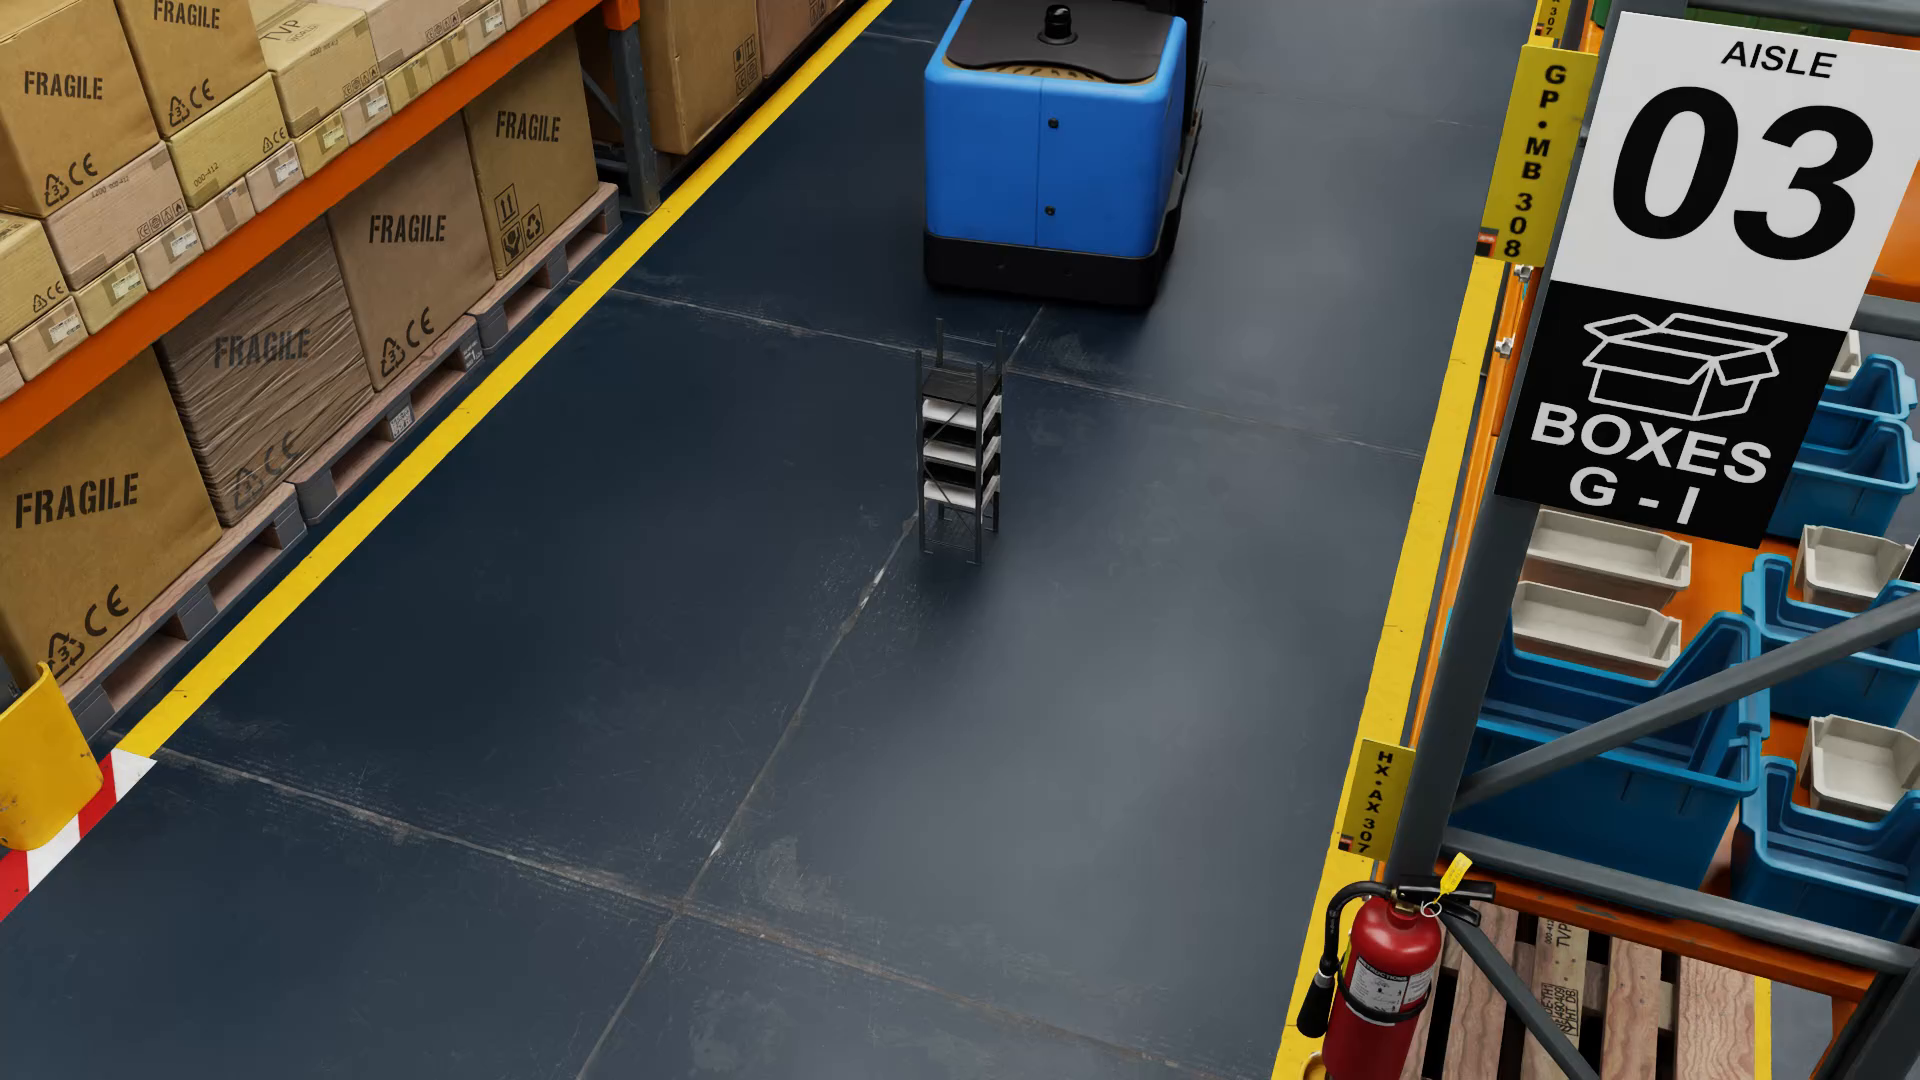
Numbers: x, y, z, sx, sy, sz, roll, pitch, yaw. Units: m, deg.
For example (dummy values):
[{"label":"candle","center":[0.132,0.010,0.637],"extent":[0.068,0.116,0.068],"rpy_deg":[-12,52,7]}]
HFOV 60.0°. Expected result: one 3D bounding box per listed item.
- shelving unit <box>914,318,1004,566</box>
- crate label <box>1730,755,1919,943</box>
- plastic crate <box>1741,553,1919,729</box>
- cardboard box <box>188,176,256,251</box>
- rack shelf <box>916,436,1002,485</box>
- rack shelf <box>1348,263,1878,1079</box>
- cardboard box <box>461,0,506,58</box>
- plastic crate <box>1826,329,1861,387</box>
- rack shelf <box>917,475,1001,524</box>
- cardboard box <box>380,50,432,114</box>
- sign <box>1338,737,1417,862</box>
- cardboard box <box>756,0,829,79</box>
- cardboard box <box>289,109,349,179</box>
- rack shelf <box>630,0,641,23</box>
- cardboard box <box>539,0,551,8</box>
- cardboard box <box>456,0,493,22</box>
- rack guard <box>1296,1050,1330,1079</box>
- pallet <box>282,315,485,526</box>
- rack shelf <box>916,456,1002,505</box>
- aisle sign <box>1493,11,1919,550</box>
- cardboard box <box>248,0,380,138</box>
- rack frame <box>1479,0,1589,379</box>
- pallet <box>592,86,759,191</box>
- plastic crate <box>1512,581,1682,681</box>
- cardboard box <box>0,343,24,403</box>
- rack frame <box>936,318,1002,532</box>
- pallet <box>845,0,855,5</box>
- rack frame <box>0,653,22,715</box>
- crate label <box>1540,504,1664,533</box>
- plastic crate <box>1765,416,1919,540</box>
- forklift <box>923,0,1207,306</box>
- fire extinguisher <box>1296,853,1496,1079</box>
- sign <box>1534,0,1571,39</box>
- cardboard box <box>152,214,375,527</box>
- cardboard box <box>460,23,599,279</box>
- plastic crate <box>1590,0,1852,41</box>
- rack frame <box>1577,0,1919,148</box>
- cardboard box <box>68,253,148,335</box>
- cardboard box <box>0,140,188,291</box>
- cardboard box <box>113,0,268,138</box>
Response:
[{"label":"shelving unit","center":[-0.003,-0.337,5.952],"extent":[0.258,0.900,0.210],"rpy_deg":[13,42,15]},{"label":"crate label","center":[1.721,0.644,3.267],"extent":[0.416,0.233,0.303],"rpy_deg":[13,42,15]},{"label":"plastic crate","center":[1.946,0.243,3.737],"extent":[0.416,0.233,0.300],"rpy_deg":[13,42,15]},{"label":"cardboard box","center":[-2.546,-1.093,5.414],"extent":[0.380,0.149,0.250],"rpy_deg":[13,42,14]},{"label":"rack shelf","center":[-0.003,-0.312,5.974],"extent":[0.258,0.077,0.200],"rpy_deg":[13,42,15]},{"label":"rack shelf","center":[2.011,-0.265,4.804],"extent":[1.077,0.370,4.000],"rpy_deg":[13,42,15]},{"label":"cardboard box","center":[-2.019,-2.034,6.516],"extent":[0.380,0.149,0.250],"rpy_deg":[14,42,16]},{"label":"plastic crate","center":[2.382,-0.553,4.744],"extent":[0.293,0.136,0.466],"rpy_deg":[13,42,15]},{"label":"rack shelf","center":[-0.003,-0.175,6.091],"extent":[0.258,0.077,0.200],"rpy_deg":[13,42,15]},{"label":"cardboard box","center":[-2.195,-1.720,6.149],"extent":[0.380,0.149,0.250],"rpy_deg":[13,42,14]},{"label":"sign","center":[0.805,0.506,3.220],"extent":[0.100,0.325,0.005],"rpy_deg":[13,42,15]},{"label":"cardboard box","center":[-1.454,-3.150,8.944],"extent":[1.225,0.875,0.875],"rpy_deg":[12,42,14]},{"label":"cardboard box","center":[-2.371,-1.405,5.779],"extent":[0.380,0.149,0.250],"rpy_deg":[12,42,14]},{"label":"rack shelf","center":[-1.275,-3.804,8.952],"extent":[1.077,0.370,4.000],"rpy_deg":[13,42,15]},{"label":"cardboard box","center":[-1.844,-2.347,6.883],"extent":[0.380,0.149,0.250],"rpy_deg":[14,42,16]},{"label":"cardboard box","center":[-2.038,-2.271,6.487],"extent":[0.500,0.250,0.500],"rpy_deg":[15,43,16]},{"label":"rack guard","center":[1.331,1.649,3.932],"extent":[1.175,0.500,0.348],"rpy_deg":[13,42,15]},{"label":"pallet","center":[-2.708,-0.604,6.796],"extent":[1.003,0.211,1.213],"rpy_deg":[13,42,15]},{"label":"rack shelf","center":[-0.003,-0.244,6.032],"extent":[0.258,0.077,0.200],"rpy_deg":[13,42,15]},{"label":"aisle sign","center":[1.027,-0.329,2.322],"extent":[0.394,0.787,0.004],"rpy_deg":[13,42,15]},{"label":"cardboard box","center":[-2.389,-1.651,5.760],"extent":[0.500,0.250,0.500],"rpy_deg":[12,42,14]},{"label":"rack frame","center":[2.695,-1.759,6.001],"extent":[1.000,3.000,0.127],"rpy_deg":[13,42,15]},{"label":"pallet","center":[-1.766,-2.285,8.765],"extent":[1.003,0.211,1.213],"rpy_deg":[13,42,15]},{"label":"plastic crate","center":[1.436,0.221,3.837],"extent":[0.396,0.136,0.243],"rpy_deg":[13,42,15]},{"label":"cardboard box","center":[-2.896,-0.466,4.679],"extent":[0.380,0.149,0.250],"rpy_deg":[14,42,16]},{"label":"rack frame","center":[0.032,-0.399,6.025],"extent":[0.240,0.900,0.006],"rpy_deg":[13,42,15]},{"label":"pallet","center":[-0.932,-3.773,10.510],"extent":[1.003,0.211,1.213],"rpy_deg":[13,42,15]},{"label":"rack frame","center":[-3.327,-0.419,4.429],"extent":[1.000,3.000,0.127],"rpy_deg":[13,42,15]},{"label":"crate label","center":[1.621,-0.128,4.246],"extent":[0.396,0.136,0.243],"rpy_deg":[13,42,15]},{"label":"plastic crate","center":[2.171,-0.159,4.208],"extent":[0.416,0.233,0.300],"rpy_deg":[13,42,15]},{"label":"forklift","center":[0.651,-3.113,7.641],"extent":[1.130,2.935,3.031],"rpy_deg":[8,41,9]},{"label":"fire extinguisher","center":[0.849,0.843,3.298],"extent":[0.296,0.674,0.183],"rpy_deg":[13,42,15]},{"label":"sign","center":[2.179,-1.987,6.055],"extent":[0.100,0.325,0.005],"rpy_deg":[13,42,15]},{"label":"cardboard box","center":[-2.872,-0.733,6.112],"extent":[0.875,0.875,0.875],"rpy_deg":[13,42,15]},{"label":"cardboard box","center":[-2.260,-1.825,7.391],"extent":[0.875,0.875,0.875],"rpy_deg":[13,42,15]},{"label":"plastic crate","center":[1.396,-1.045,3.016],"extent":[0.450,0.188,0.336],"rpy_deg":[13,42,15]},{"label":"rack frame","center":[1.327,-1.601,1.194],"extent":[1.000,3.000,0.127],"rpy_deg":[13,42,15]},{"label":"cardboard box","center":[-2.722,-0.779,5.046],"extent":[0.380,0.149,0.250],"rpy_deg":[12,42,14]},{"label":"cardboard box","center":[-2.738,-1.026,5.028],"extent":[0.500,0.250,0.500],"rpy_deg":[13,42,15]},{"label":"cardboard box","center":[-2.567,-1.615,5.140],"extent":[0.500,0.500,0.500],"rpy_deg":[12,42,14]}]
